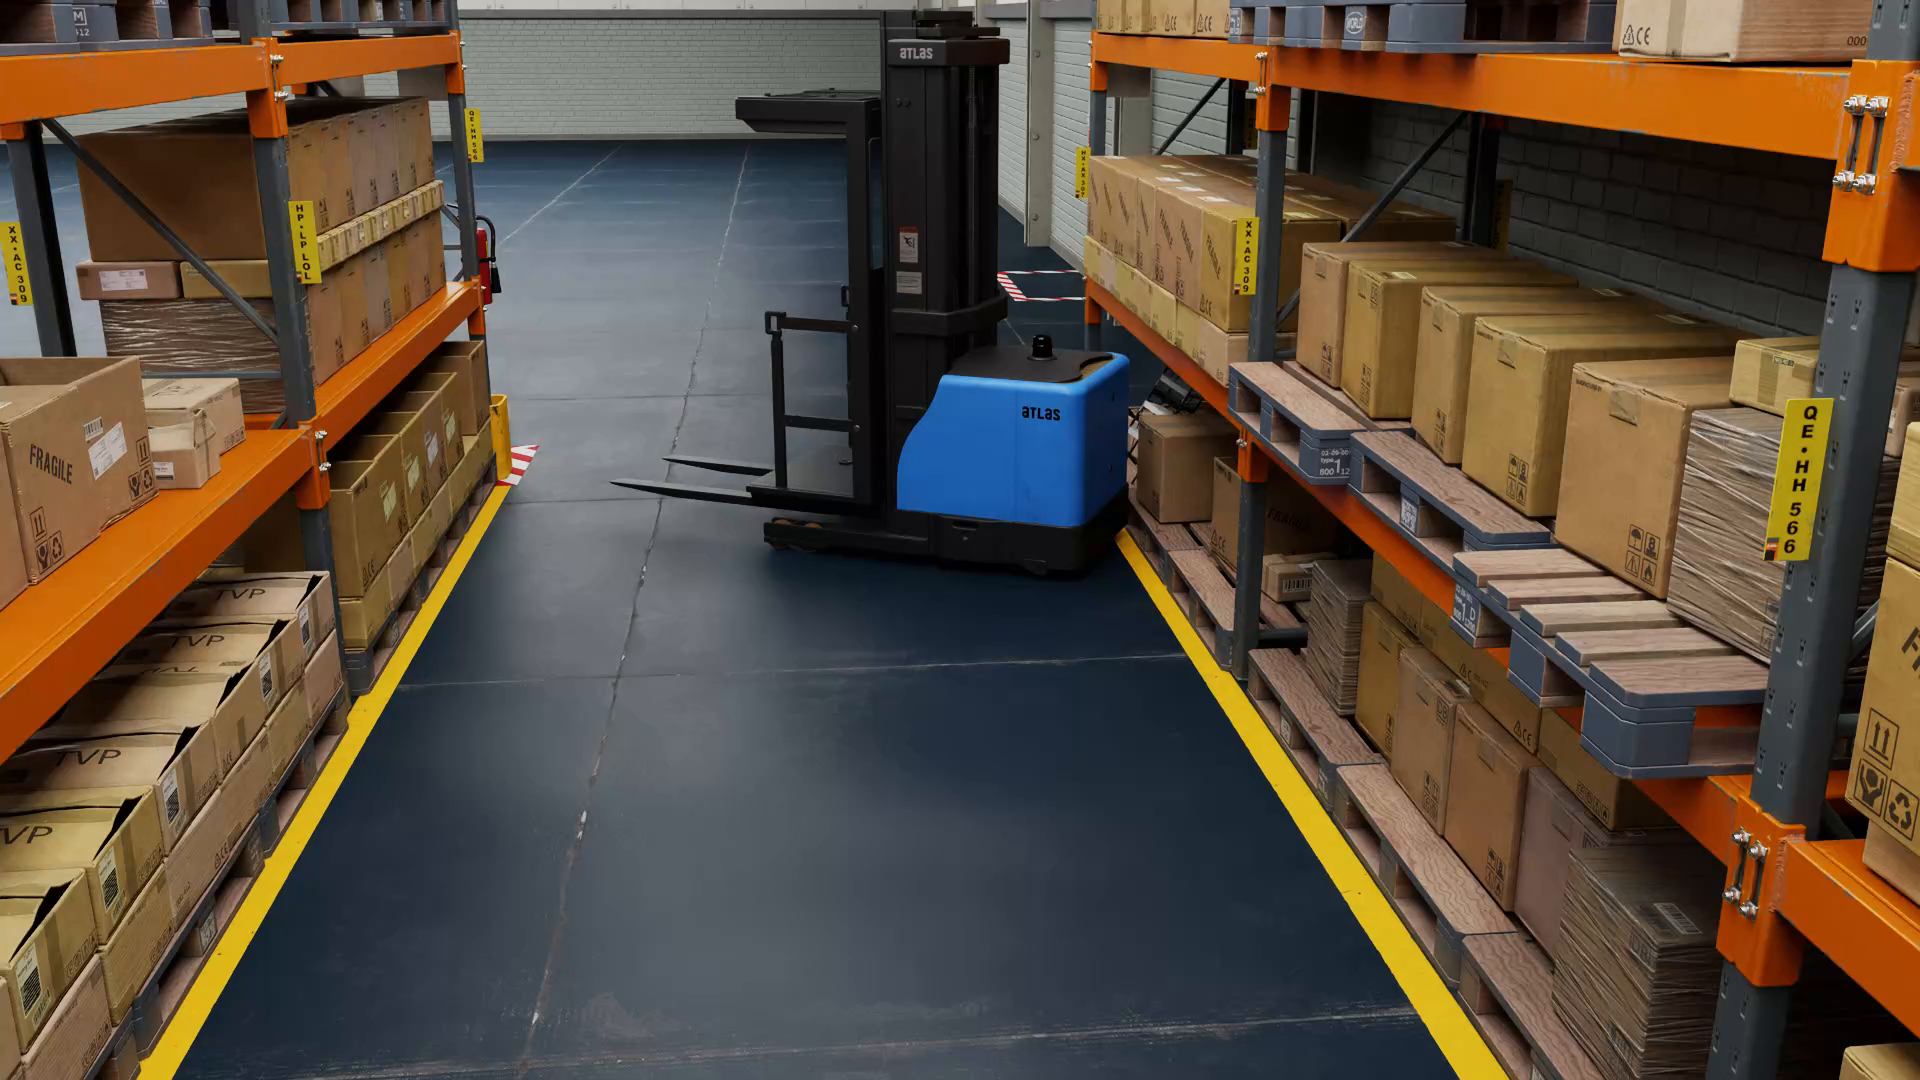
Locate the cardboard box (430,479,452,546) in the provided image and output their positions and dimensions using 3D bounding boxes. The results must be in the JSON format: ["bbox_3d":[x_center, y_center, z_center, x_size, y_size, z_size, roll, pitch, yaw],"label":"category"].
[{"bbox_3d":[-3.064,-0.141,9.007,0.500,0.250,0.500,-2,18,-6],"label":"cardboard box"}]

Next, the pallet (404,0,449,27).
[{"bbox_3d":[-3.533,-3.027,9.450,1.003,0.211,1.213,-2,18,-6],"label":"pallet"}]

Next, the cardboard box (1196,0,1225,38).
[{"bbox_3d":[1.422,-2.594,7.724,0.500,0.500,0.500,-3,18,-10],"label":"cardboard box"}]

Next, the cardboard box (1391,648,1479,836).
[{"bbox_3d":[1.968,0.695,5.893,0.700,0.500,0.500,-2,17,-5],"label":"cardboard box"}]

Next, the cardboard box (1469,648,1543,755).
[{"bbox_3d":[1.991,0.467,5.368,0.500,0.250,0.500,-2,18,-6],"label":"cardboard box"}]

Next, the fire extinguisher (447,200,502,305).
[{"bbox_3d":[-3.130,-1.862,10.729,0.296,0.674,0.183,-2,18,-6],"label":"fire extinguisher"}]

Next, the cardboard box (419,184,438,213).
[{"bbox_3d":[-3.323,-2.021,9.856,0.380,0.149,0.250,-1,17,-4],"label":"cardboard box"}]

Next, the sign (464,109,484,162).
[{"bbox_3d":[-3.039,-2.527,10.391,0.100,0.325,0.005,-2,18,-6],"label":"sign"}]

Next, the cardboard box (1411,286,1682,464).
[{"bbox_3d":[1.928,-0.555,5.535,0.700,0.500,0.500,1,17,2],"label":"cardboard box"}]

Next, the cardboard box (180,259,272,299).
[{"bbox_3d":[-3.002,-1.101,6.926,0.380,0.149,0.250,-2,18,-6],"label":"cardboard box"}]

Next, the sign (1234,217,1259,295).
[{"bbox_3d":[1.221,-1.206,7.065,0.100,0.325,0.005,-2,18,-6],"label":"sign"}]

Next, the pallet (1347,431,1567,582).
[{"bbox_3d":[1.927,-0.117,5.362,1.003,0.211,1.213,-2,18,-6],"label":"pallet"}]

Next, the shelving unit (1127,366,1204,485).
[{"bbox_3d":[1.213,-0.752,9.765,0.210,0.900,0.258,38,15,25],"label":"shelving unit"}]

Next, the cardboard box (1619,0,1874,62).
[{"bbox_3d":[1.829,-1.224,3.677,0.500,0.311,0.500,-2,18,-6],"label":"cardboard box"}]

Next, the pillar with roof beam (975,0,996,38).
[{"bbox_3d":[-3.859,-9.914,26.231,9.100,9.000,0.400,-2,18,-6],"label":"pillar with roof beam"}]

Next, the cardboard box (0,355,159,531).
[{"bbox_3d":[-3.050,-0.319,5.519,0.500,0.500,0.500,-1,17,-2],"label":"cardboard box"}]

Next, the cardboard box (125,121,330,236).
[{"bbox_3d":[-3.273,-1.607,7.455,0.700,0.500,0.500,-2,18,-6],"label":"cardboard box"}]

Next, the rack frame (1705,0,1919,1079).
[{"bbox_3d":[2.169,0.380,3.459,0.949,2.616,0.053,-2,18,-6],"label":"rack frame"}]

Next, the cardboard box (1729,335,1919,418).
[{"bbox_3d":[2.059,-0.384,3.909,0.380,0.149,0.250,-5,18,-15],"label":"cardboard box"}]

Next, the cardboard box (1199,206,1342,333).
[{"bbox_3d":[1.403,-1.239,7.580,0.500,0.500,0.500,-2,18,-6],"label":"cardboard box"}]

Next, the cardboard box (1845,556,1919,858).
[{"bbox_3d":[1.968,0.333,2.910,0.500,0.500,0.500,-1,17,-4],"label":"cardboard box"}]

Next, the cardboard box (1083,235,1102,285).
[{"bbox_3d":[1.081,-1.786,10.576,0.500,0.250,0.500,-2,18,-7],"label":"cardboard box"}]

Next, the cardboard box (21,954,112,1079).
[{"bbox_3d":[-2.569,1.331,4.320,0.500,0.250,0.500,-2,18,-7],"label":"cardboard box"}]

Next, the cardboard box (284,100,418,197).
[{"bbox_3d":[-3.479,-2.204,9.358,0.700,0.500,0.500,-2,18,-7],"label":"cardboard box"}]

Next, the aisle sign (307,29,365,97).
[{"bbox_3d":[-3.891,-3.100,10.203,0.394,0.787,0.004,-2,18,-6],"label":"aisle sign"}]

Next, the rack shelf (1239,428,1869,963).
[{"bbox_3d":[1.966,0.127,5.465,1.077,0.370,4.000,-2,18,-6],"label":"rack shelf"}]

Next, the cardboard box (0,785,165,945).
[{"bbox_3d":[-2.630,0.905,4.741,0.500,0.311,0.500,-2,18,-7],"label":"cardboard box"}]

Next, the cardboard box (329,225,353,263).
[{"bbox_3d":[-3.109,-1.405,7.895,0.380,0.149,0.250,-2,18,-7],"label":"cardboard box"}]

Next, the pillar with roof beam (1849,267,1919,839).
[{"bbox_3d":[-1.384,-2.763,3.456,9.100,9.000,0.400,-2,18,-6],"label":"pillar with roof beam"}]

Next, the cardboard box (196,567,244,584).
[{"bbox_3d":[-3.433,0.322,7.531,0.500,0.250,0.500,-2,18,-6],"label":"cardboard box"}]

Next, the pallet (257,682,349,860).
[{"bbox_3d":[-3.053,0.891,6.486,1.003,0.211,1.213,-2,18,-6],"label":"pallet"}]

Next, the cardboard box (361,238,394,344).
[{"bbox_3d":[-3.382,-1.296,8.632,0.700,0.500,0.500,-1,17,-4],"label":"cardboard box"}]

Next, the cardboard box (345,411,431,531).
[{"bbox_3d":[-3.007,-0.350,8.420,0.500,0.500,0.500,-2,18,-6],"label":"cardboard box"}]

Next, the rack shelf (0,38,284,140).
[{"bbox_3d":[-2.961,-1.150,4.524,1.077,0.370,4.000,-2,18,-6],"label":"rack shelf"}]

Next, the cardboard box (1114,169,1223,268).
[{"bbox_3d":[1.185,-1.846,9.514,0.500,0.500,0.500,-2,18,-7],"label":"cardboard box"}]

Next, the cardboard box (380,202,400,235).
[{"bbox_3d":[-3.216,-1.713,8.875,0.380,0.149,0.250,-1,17,-4],"label":"cardboard box"}]

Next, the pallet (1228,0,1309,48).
[{"bbox_3d":[1.717,-1.966,6.237,1.213,0.211,1.003,-2,18,-6],"label":"pallet"}]

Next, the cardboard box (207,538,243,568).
[{"bbox_3d":[-3.473,-0.185,7.895,0.500,0.500,0.500,-2,18,-6],"label":"cardboard box"}]

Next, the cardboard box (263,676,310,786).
[{"bbox_3d":[-2.786,0.719,6.268,0.500,0.250,0.500,-2,18,-6],"label":"cardboard box"}]

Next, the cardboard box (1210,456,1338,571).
[{"bbox_3d":[1.613,-0.137,8.544,0.500,0.500,0.500,-3,18,-10],"label":"cardboard box"}]

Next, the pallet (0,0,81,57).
[{"bbox_3d":[-3.032,-1.339,4.243,1.003,0.211,1.213,-1,17,-3],"label":"pallet"}]

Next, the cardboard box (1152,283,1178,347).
[{"bbox_3d":[1.299,-1.180,8.643,0.500,0.250,0.500,-2,18,-6],"label":"cardboard box"}]

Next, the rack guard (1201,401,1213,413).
[{"bbox_3d":[1.355,-0.788,11.353,1.175,0.500,0.348,-2,18,-6],"label":"rack guard"}]

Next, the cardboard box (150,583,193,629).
[{"bbox_3d":[-3.373,0.317,6.612,0.500,0.311,0.500,-2,18,-5],"label":"cardboard box"}]

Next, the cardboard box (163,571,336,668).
[{"bbox_3d":[-2.840,0.298,6.673,0.500,0.311,0.500,-2,18,-6],"label":"cardboard box"}]

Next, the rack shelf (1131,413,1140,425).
[{"bbox_3d":[1.151,-0.650,9.795,0.200,0.077,0.258,38,15,25],"label":"rack shelf"}]

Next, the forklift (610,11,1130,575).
[{"bbox_3d":[-0.587,-1.466,9.454,3.031,2.935,1.130,7,19,20],"label":"forklift"}]

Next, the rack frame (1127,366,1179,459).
[{"bbox_3d":[1.141,-0.809,9.808,0.006,0.900,0.240,38,15,25],"label":"rack frame"}]

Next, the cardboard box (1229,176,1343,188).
[{"bbox_3d":[1.759,-1.711,9.085,0.500,0.500,0.500,-2,17,-5],"label":"cardboard box"}]

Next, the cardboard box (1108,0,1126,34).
[{"bbox_3d":[1.153,-3.223,9.729,0.500,0.500,0.500,-1,17,-2],"label":"cardboard box"}]
